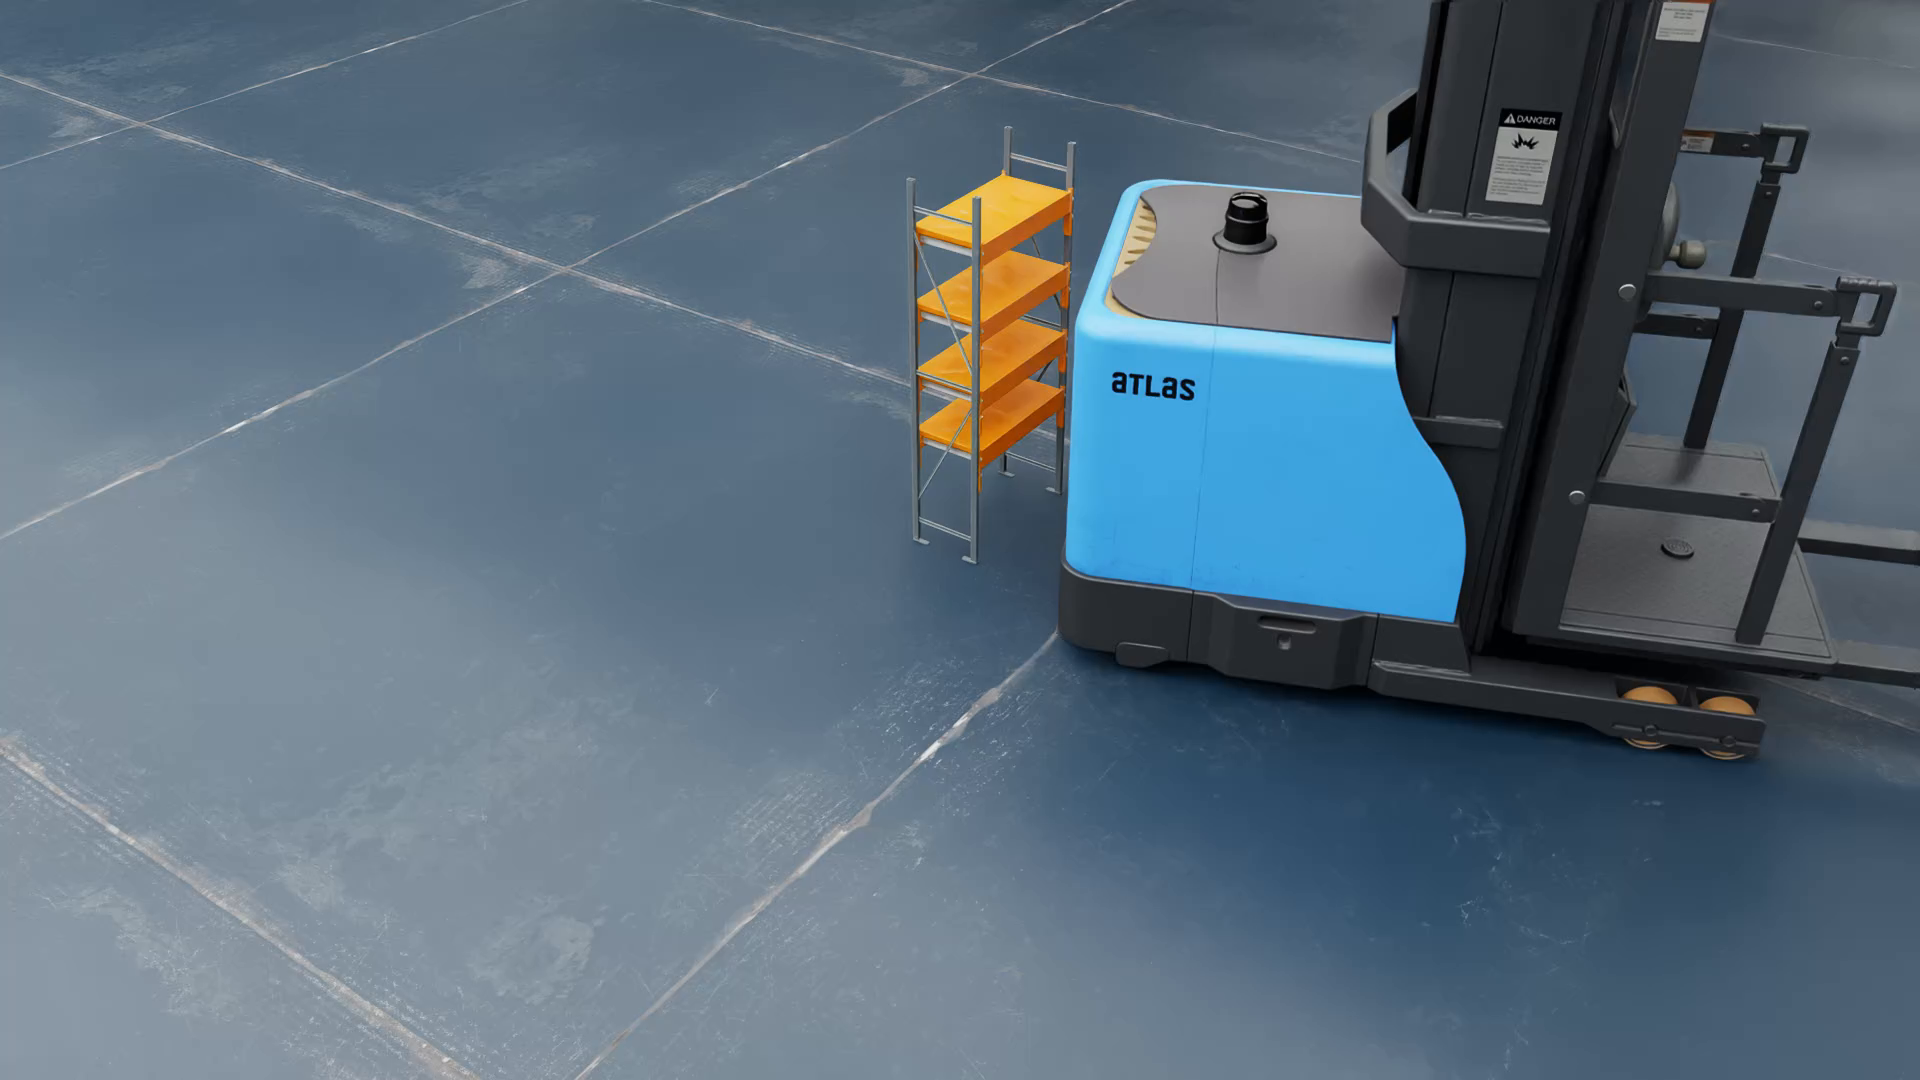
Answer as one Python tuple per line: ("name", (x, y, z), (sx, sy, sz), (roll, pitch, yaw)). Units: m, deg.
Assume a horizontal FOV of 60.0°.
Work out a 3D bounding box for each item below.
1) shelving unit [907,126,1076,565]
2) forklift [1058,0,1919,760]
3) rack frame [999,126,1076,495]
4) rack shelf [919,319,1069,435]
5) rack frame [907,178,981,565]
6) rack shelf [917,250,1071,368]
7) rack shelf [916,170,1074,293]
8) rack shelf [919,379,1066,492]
("shelving unit", (0.094, -0.573, 5.027), (0.258, 1.200, 0.503), (21, 39, 28))
("forklift", (1.852, -0.962, 4.056), (3.031, 2.935, 1.130), (7, 35, 10))
("rack frame", (0.234, -0.685, 5.193), (0.240, 1.200, 0.015), (21, 39, 28))
("rack shelf", (0.094, -0.517, 5.064), (0.258, 0.148, 0.480), (21, 39, 28))
("rack frame", (-0.045, -0.461, 4.860), (0.240, 1.200, 0.015), (21, 39, 28))
("rack shelf", (0.094, -0.703, 4.939), (0.258, 0.148, 0.480), (21, 39, 28))
("rack shelf", (0.094, -0.899, 4.806), (0.258, 0.148, 0.480), (21, 39, 28))
("rack shelf", (0.094, -0.353, 5.175), (0.258, 0.148, 0.480), (21, 39, 28))
